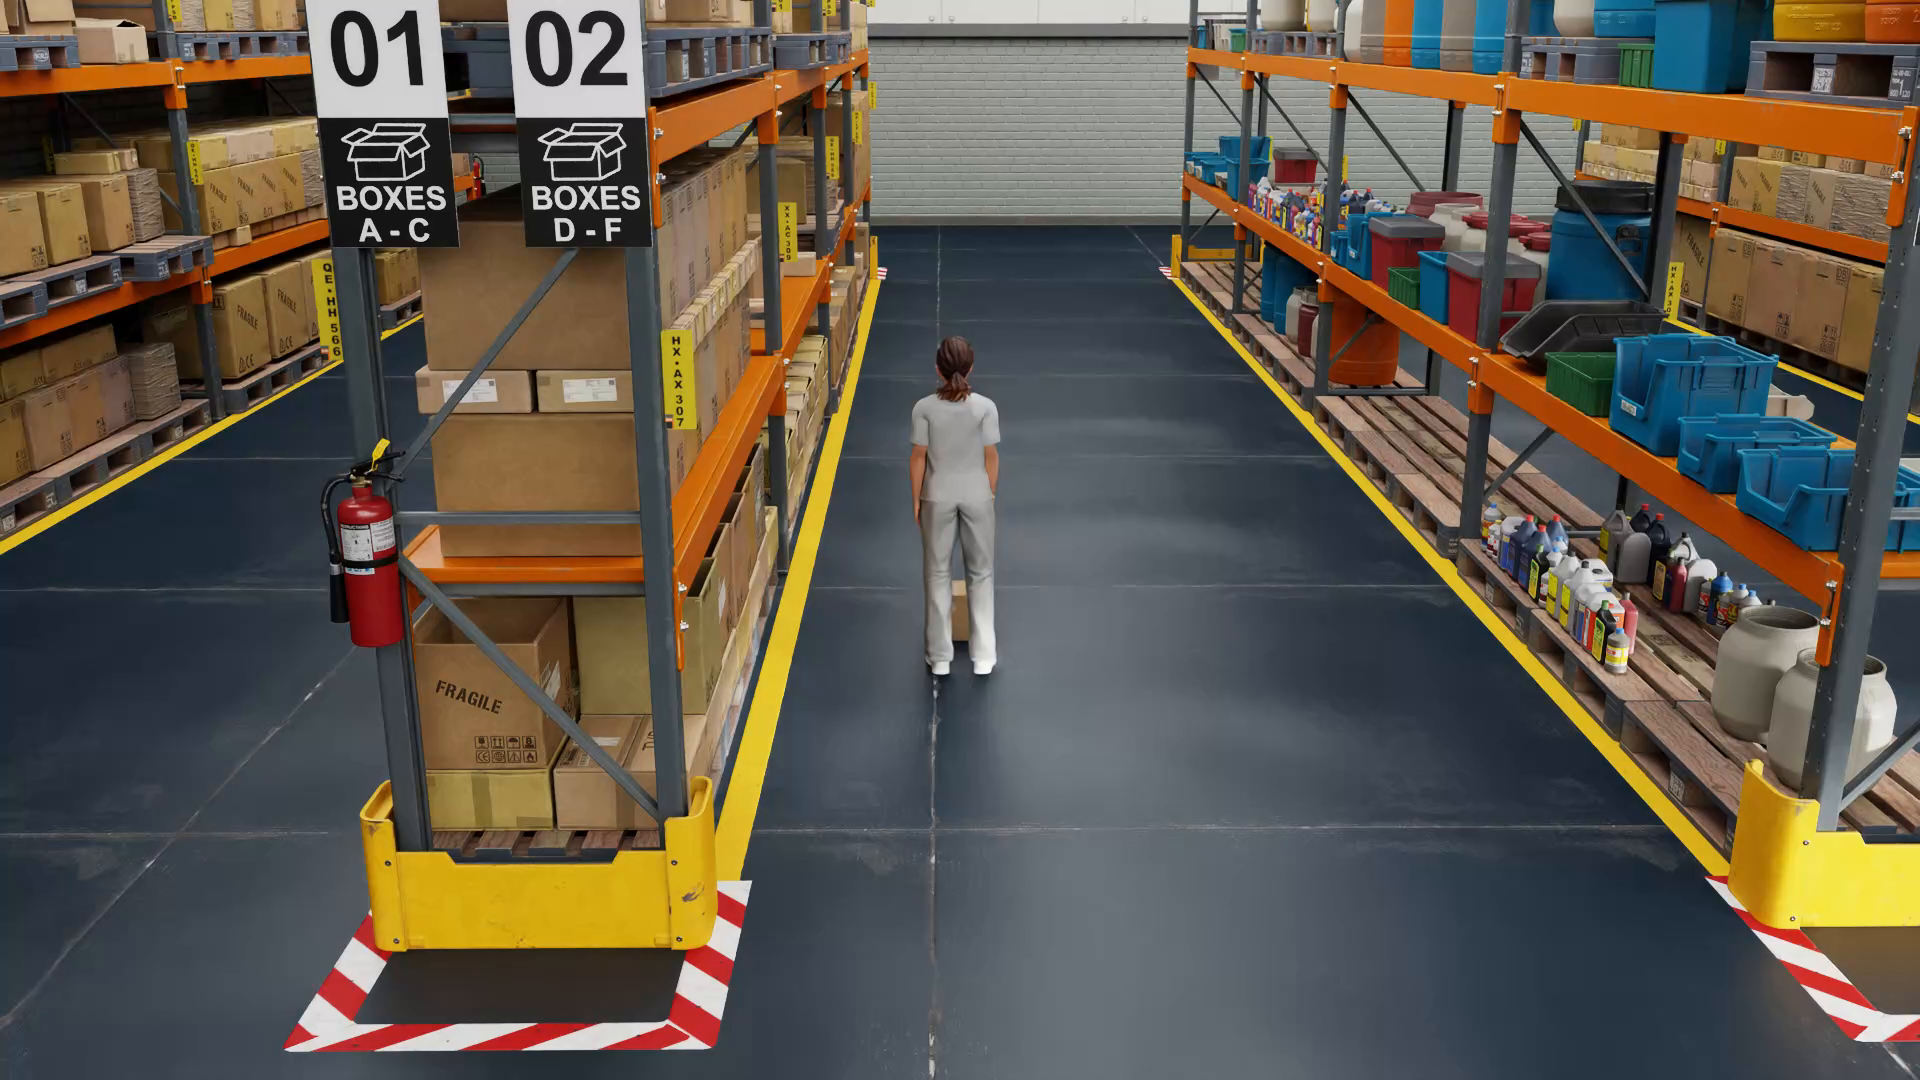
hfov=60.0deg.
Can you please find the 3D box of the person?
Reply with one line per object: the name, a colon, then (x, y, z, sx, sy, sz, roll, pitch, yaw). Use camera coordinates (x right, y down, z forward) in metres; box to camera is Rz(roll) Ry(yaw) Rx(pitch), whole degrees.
person: (-0.025, -0.158, 8.076, 0.438, 1.675, 0.359, 0, 17, -1)
